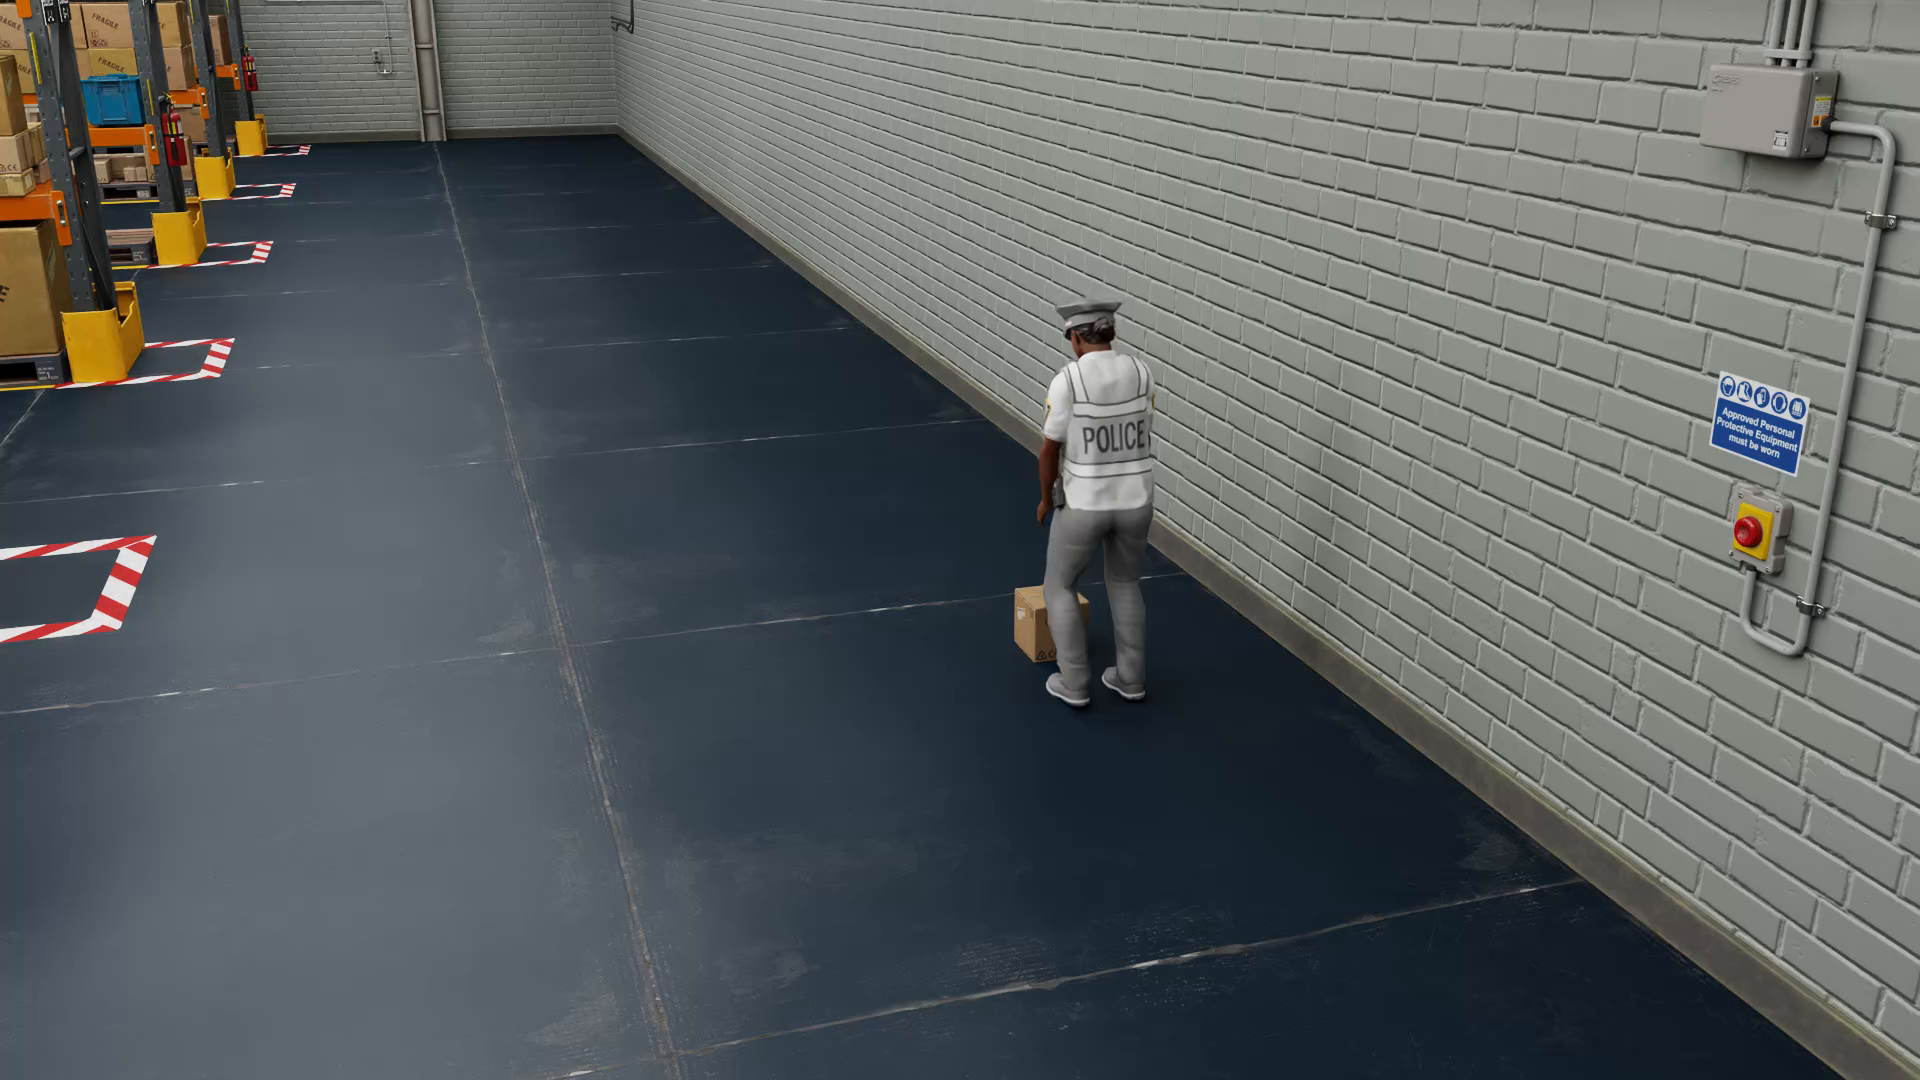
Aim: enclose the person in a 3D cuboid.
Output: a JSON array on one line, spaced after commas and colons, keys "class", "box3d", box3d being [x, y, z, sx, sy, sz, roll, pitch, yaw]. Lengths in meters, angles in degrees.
[{"class": "person", "box3d": [0.523, -0.133, 6.527, 0.457, 1.624, 0.442, -6, 20, -16]}]
